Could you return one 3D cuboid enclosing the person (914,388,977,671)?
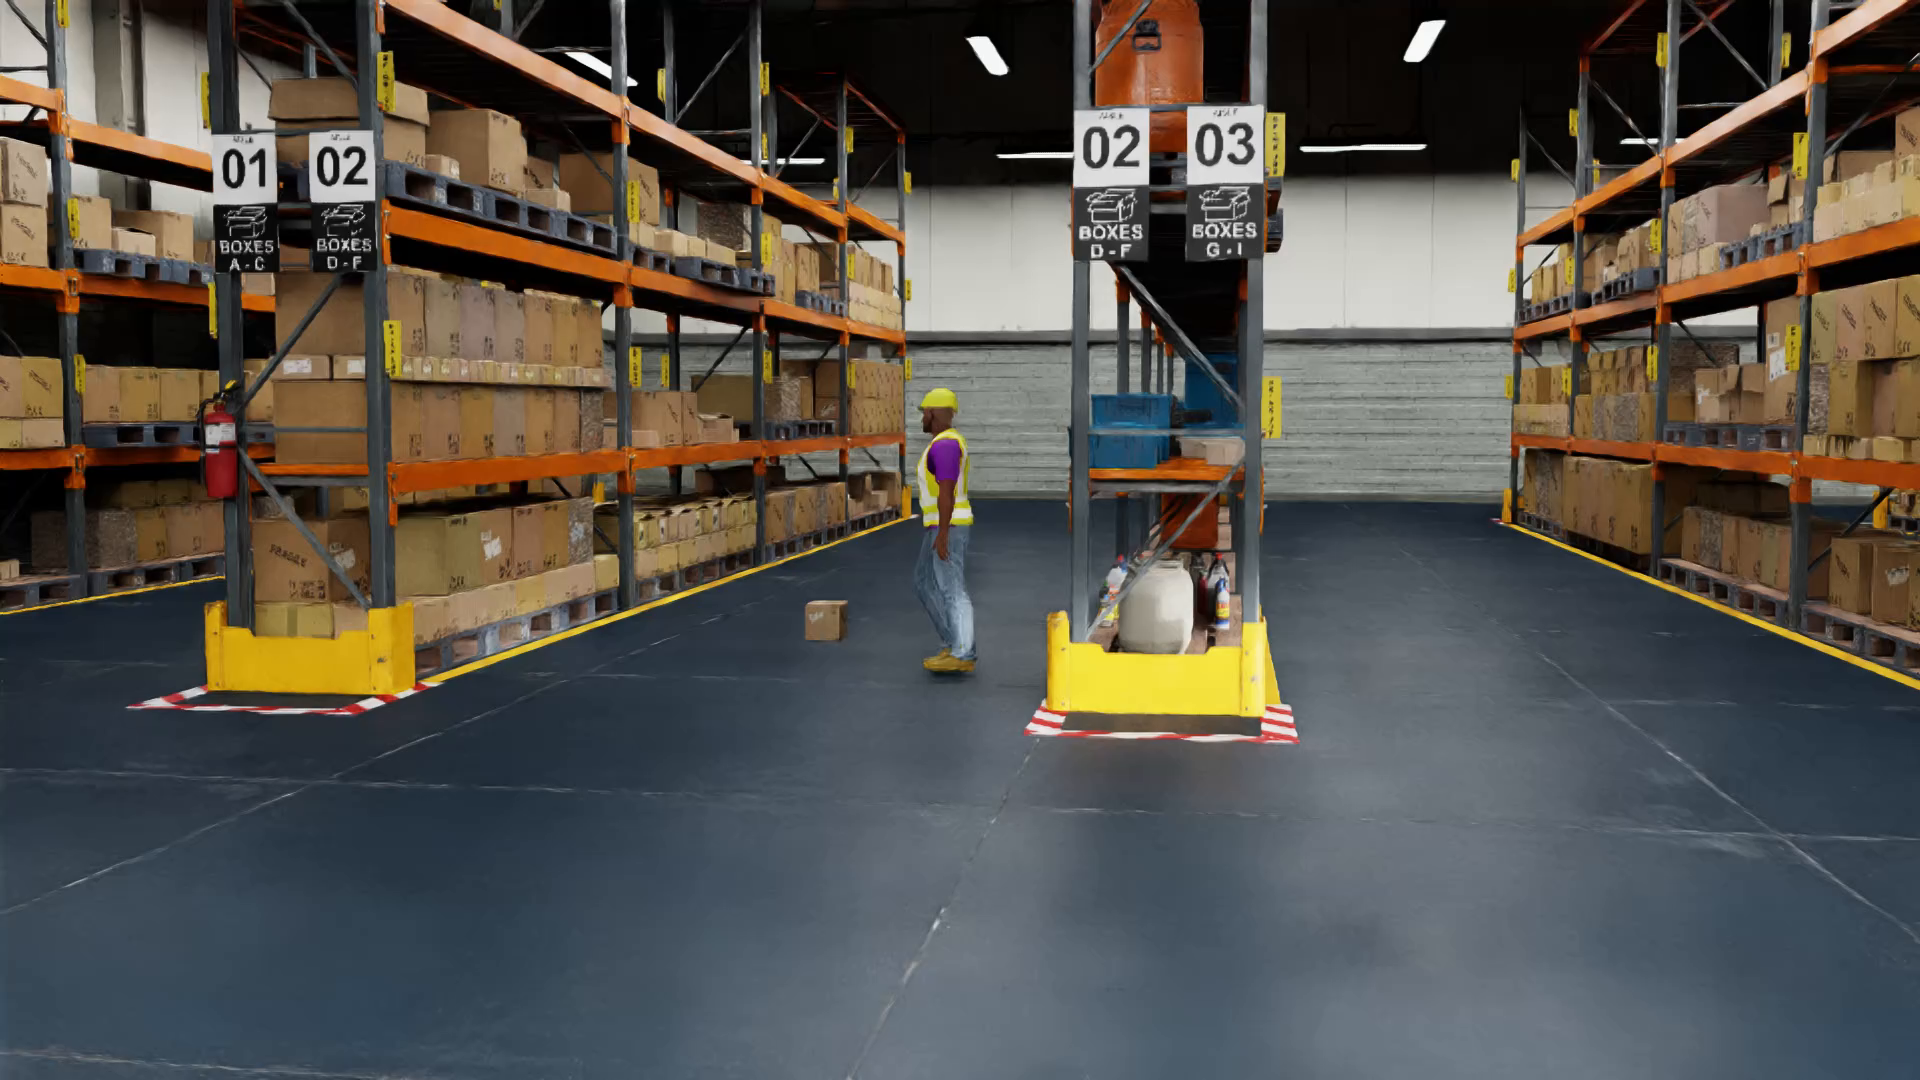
[{"bbox_3d":[-0.092,-0.075,10.409,0.393,1.745,0.627,0,4,-1],"label":"person"}]
